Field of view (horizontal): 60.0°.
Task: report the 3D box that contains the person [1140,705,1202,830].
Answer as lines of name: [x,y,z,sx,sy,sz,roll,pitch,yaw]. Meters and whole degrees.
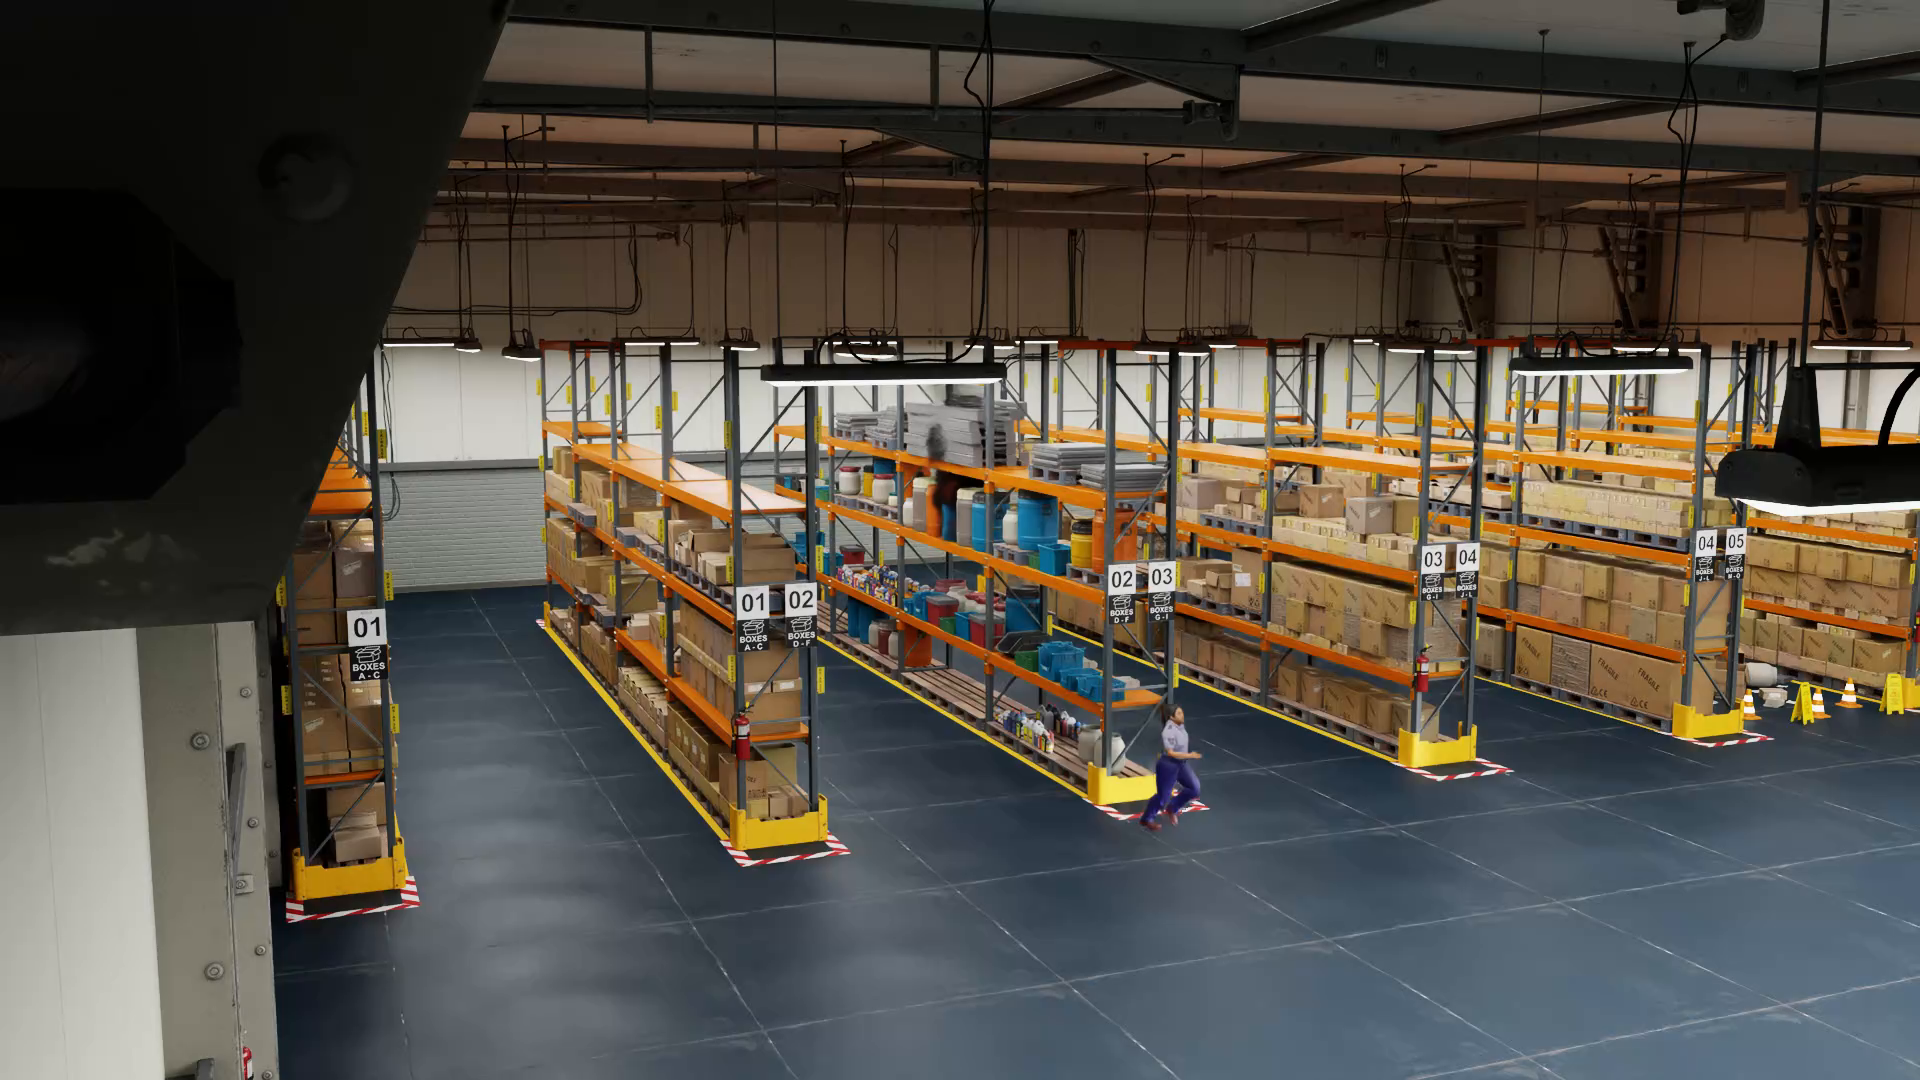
person: [2.672,2.827,20.760,0.798,1.599,0.621,4,9,31]

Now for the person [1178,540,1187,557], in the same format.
person: [5.720,-0.079,43.008,0.542,1.660,0.651,6,10,39]
